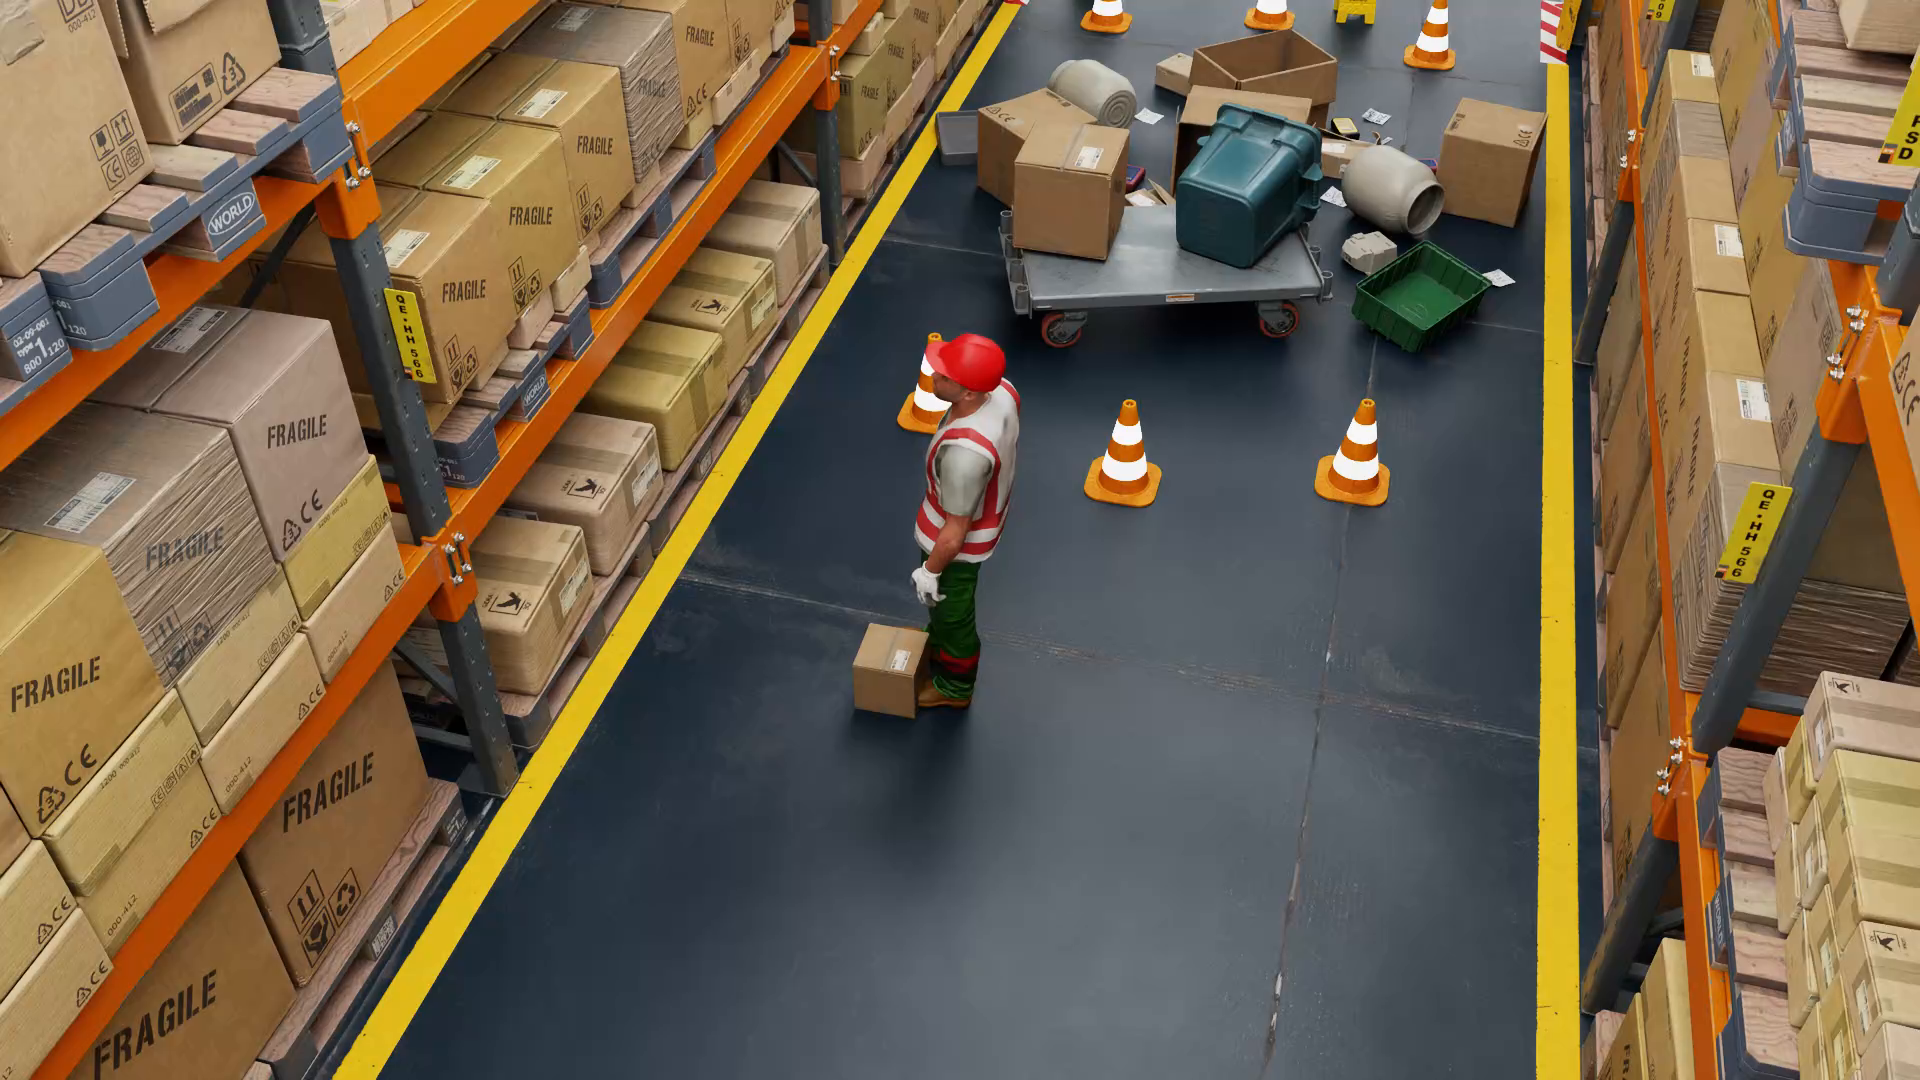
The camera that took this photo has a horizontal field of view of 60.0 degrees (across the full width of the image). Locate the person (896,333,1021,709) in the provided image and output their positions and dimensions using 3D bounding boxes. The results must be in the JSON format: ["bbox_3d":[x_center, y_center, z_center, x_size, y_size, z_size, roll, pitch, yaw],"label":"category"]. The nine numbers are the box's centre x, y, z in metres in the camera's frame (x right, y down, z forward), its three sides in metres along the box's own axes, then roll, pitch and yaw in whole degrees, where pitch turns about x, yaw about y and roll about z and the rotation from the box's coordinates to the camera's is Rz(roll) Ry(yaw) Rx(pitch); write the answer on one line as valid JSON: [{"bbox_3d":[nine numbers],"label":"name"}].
[{"bbox_3d":[-0.080,-0.052,6.186,0.562,1.789,0.638,10,42,11],"label":"person"}]
